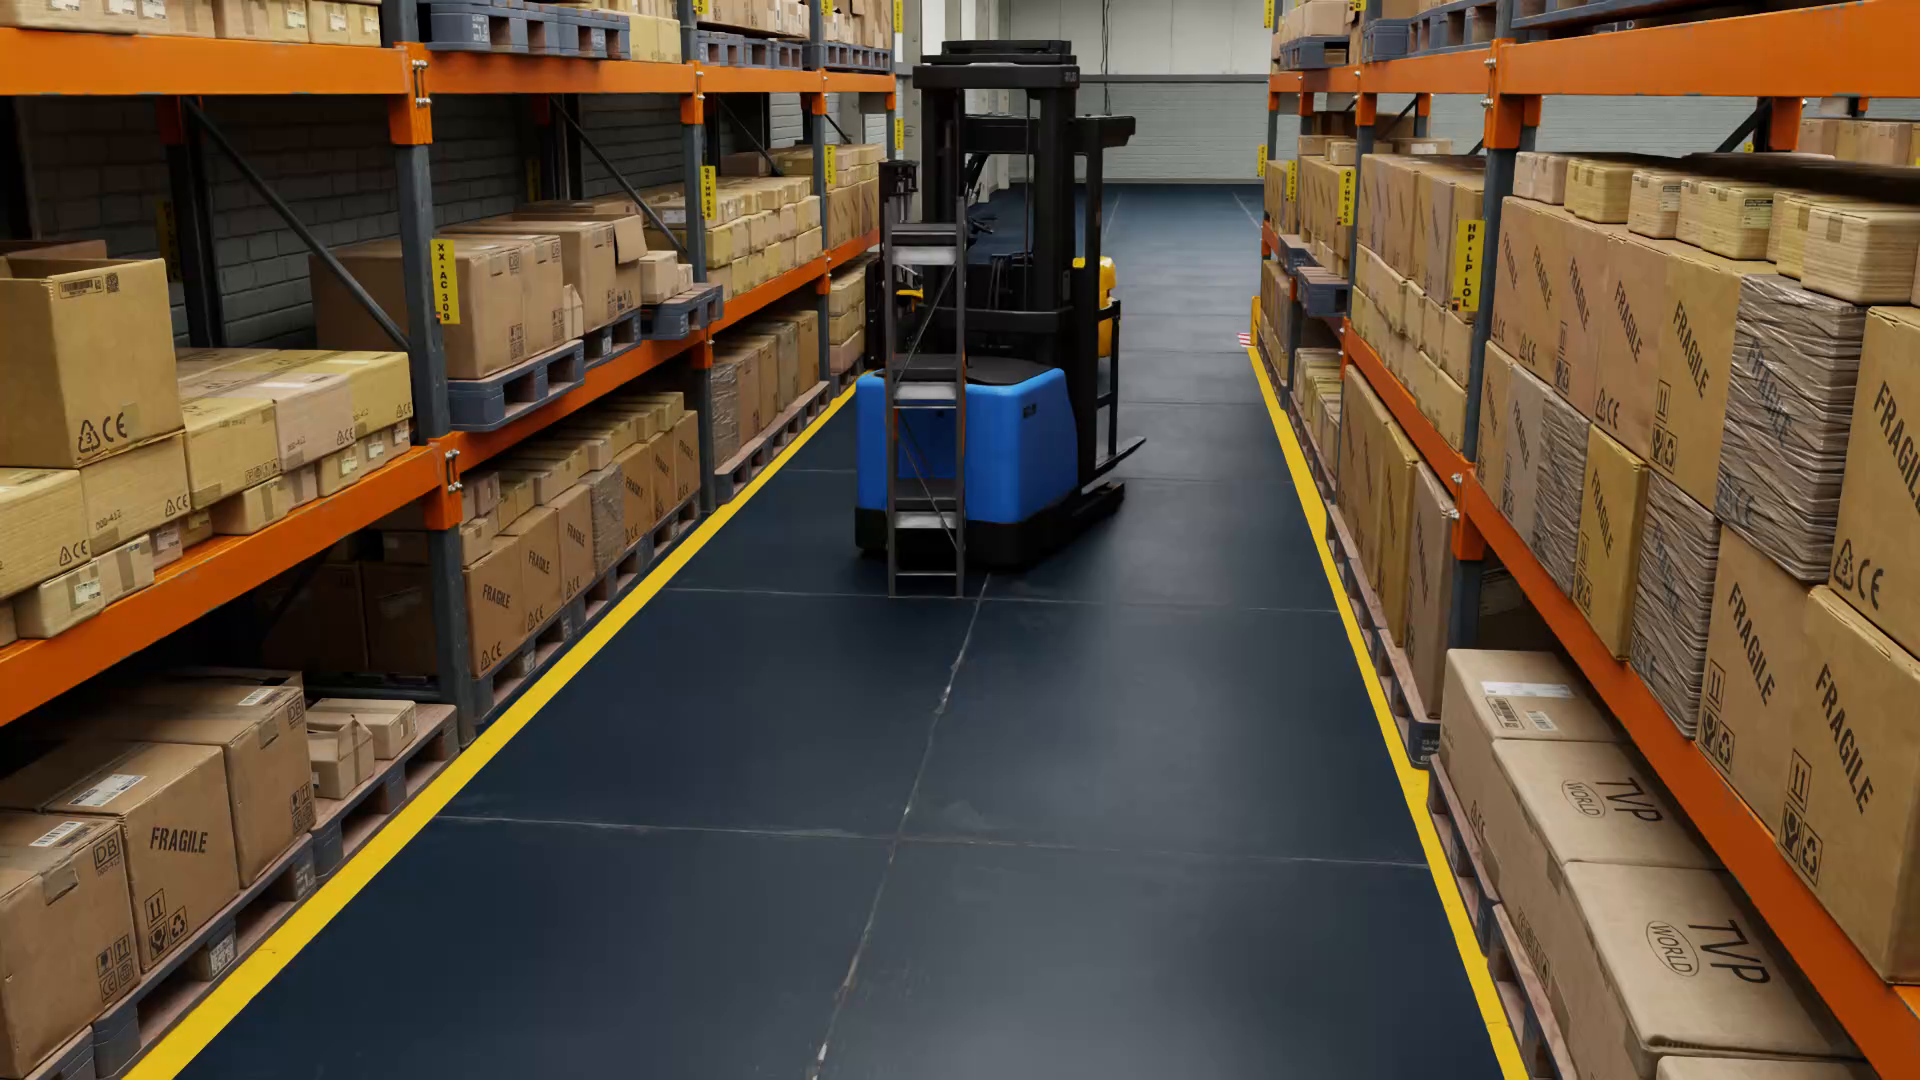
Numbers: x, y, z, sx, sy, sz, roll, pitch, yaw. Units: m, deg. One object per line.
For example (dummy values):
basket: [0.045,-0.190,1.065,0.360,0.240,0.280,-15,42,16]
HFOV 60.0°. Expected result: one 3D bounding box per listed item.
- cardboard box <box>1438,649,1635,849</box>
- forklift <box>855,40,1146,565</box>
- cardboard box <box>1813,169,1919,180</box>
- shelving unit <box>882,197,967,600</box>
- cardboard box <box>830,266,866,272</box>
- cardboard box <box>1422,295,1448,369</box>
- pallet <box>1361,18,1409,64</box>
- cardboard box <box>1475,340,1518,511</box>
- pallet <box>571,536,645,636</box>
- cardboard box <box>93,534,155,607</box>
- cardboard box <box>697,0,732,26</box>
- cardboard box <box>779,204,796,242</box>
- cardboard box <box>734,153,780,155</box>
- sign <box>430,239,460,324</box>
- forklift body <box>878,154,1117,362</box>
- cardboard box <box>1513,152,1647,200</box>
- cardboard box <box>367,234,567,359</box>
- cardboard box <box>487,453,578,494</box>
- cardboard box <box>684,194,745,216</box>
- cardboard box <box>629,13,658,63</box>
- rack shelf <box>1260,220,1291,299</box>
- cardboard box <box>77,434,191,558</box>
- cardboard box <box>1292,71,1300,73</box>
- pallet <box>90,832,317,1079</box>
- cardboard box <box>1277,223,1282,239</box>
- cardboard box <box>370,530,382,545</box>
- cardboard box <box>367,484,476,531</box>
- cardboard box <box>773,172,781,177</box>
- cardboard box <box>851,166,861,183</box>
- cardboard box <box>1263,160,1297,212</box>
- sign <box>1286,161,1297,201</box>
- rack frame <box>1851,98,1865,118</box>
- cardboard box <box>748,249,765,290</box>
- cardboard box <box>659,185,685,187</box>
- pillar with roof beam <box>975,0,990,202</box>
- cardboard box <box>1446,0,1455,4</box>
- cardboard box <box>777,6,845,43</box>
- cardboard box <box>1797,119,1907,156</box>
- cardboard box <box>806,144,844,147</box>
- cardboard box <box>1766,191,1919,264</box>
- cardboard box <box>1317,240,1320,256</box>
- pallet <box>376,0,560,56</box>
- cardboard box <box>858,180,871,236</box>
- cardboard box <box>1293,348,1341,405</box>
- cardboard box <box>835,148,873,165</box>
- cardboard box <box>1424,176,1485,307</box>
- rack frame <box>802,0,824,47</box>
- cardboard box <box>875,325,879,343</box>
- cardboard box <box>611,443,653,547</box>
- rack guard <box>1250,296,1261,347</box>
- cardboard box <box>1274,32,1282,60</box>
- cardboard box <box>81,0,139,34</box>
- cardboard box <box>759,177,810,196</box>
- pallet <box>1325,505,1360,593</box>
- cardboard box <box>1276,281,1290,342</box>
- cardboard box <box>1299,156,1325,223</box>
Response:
cardboard box: [2.205,0.737,5.795,0.875,0.438,0.875,1,15,5]
forklift: [0.436,-1.613,10.514,1.130,2.935,3.031,6,16,23]
cardboard box: [2.457,-0.882,4.328,0.380,0.149,0.250,1,15,5]
shelving unit: [-0.182,-0.758,8.943,0.431,2.100,0.503,0,15,0]
cardboard box: [-1.101,-2.549,16.390,0.500,0.250,0.500,1,15,5]
cardboard box: [2.240,-0.877,6.989,0.500,0.250,0.500,2,15,8]
pallet: [2.814,-2.683,8.952,1.213,0.211,1.003,2,15,9]
cardboard box: [2.069,-0.391,5.671,0.500,0.500,0.500,2,15,8]
pallet: [-2.361,0.215,8.964,1.003,0.211,1.213,2,15,6]
cardboard box: [-2.487,0.078,4.609,0.380,0.149,0.250,2,15,8]
cardboard box: [-1.775,-3.568,10.675,0.500,0.500,0.500,2,15,7]
cardboard box: [-1.563,-2.445,12.788,0.500,0.250,0.500,2,15,7]
cardboard box: [-1.859,-3.473,15.257,0.380,0.149,0.250,1,15,5]
sign: [-2.010,-1.006,6.478,0.100,0.325,0.005,2,15,6]
forklift body: [0.403,-2.759,16.246,2.313,2.155,1.214,2,15,6]
cardboard box: [2.089,-1.227,5.603,0.380,0.149,0.250,1,15,5]
cardboard box: [-2.215,-1.106,7.511,0.700,0.500,0.500,2,15,7]
cardboard box: [-2.160,-0.337,8.404,0.380,0.149,0.250,2,15,8]
cardboard box: [-1.722,-2.346,11.657,0.380,0.149,0.250,2,15,7]
cardboard box: [-1.971,-2.745,9.106,0.500,0.250,0.500,2,15,6]
rack shelf: [3.511,-2.703,15.791,1.077,0.370,4.000,2,15,6]
cardboard box: [-2.535,-0.141,4.656,0.500,0.250,0.500,1,15,5]
cardboard box: [3.148,-4.216,14.742,0.380,0.149,0.250,2,15,8]
pallet: [-2.764,1.239,5.175,1.003,0.211,1.213,2,15,6]
cardboard box: [3.182,-2.900,15.621,0.380,0.149,0.250,2,15,7]
cardboard box: [-2.770,-0.084,7.467,0.380,0.149,0.250,2,15,6]
cardboard box: [-2.305,-0.142,7.112,0.380,0.149,0.250,1,15,5]
cardboard box: [-1.834,-3.264,15.051,0.380,0.149,0.250,2,15,8]
cardboard box: [-1.156,-3.514,15.976,0.380,0.149,0.250,1,15,5]
cardboard box: [3.408,-3.646,17.140,0.500,0.500,0.500,1,15,5]
sign: [2.745,-2.964,13.718,0.100,0.325,0.005,2,15,6]
rack frame: [8.666,-3.450,17.173,1.000,3.000,0.127,2,15,6]
cardboard box: [-1.693,-1.939,11.875,0.500,0.250,0.500,1,15,4]
cardboard box: [-2.096,-2.625,12.687,0.380,0.149,0.250,2,15,6]
pillar with roof beam: [4.816,-12.554,39.351,9.100,9.000,0.400,2,15,6]
cardboard box: [2.911,-2.931,8.513,0.700,0.500,0.500,1,15,3]
cardboard box: [-1.311,-4.542,14.640,0.500,0.311,0.500,2,15,7]
cardboard box: [8.417,-3.662,15.601,0.875,0.550,0.550,2,15,6]
cardboard box: [-1.446,-4.139,17.717,0.380,0.149,0.250,1,15,5]
cardboard box: [1.892,-0.628,3.390,0.380,0.149,0.250,2,15,6]
cardboard box: [2.733,-2.072,11.755,0.380,0.149,0.250,1,15,4]
pallet: [-2.407,-2.127,6.894,1.213,0.211,1.003,2,15,6]
cardboard box: [-1.162,-3.230,16.167,0.500,0.500,0.500,2,15,7]
cardboard box: [3.228,-1.330,13.564,0.950,0.372,0.625,2,15,7]
cardboard box: [-1.071,-3.786,16.415,0.380,0.149,0.250,2,15,7]
cardboard box: [2.234,-1.246,6.915,0.500,0.500,0.500,2,15,7]
rack frame: [-1.647,-5.573,13.533,1.000,3.000,0.127,2,15,6]
cardboard box: [-1.102,-2.065,16.516,0.500,0.250,0.500,2,15,8]
cardboard box: [-2.056,-0.254,9.341,0.500,0.500,0.500,2,15,9]
rack guard: [3.728,-2.343,17.869,1.175,0.500,0.348,2,15,6]
cardboard box: [3.349,-4.836,16.270,0.500,0.250,0.500,1,15,5]
cardboard box: [-2.441,-1.427,4.427,0.380,0.149,0.250,2,15,7]
cardboard box: [-1.465,-2.943,13.866,0.380,0.149,0.250,2,15,8]
pallet: [2.670,0.054,9.558,1.003,0.211,1.213,2,15,6]
cardboard box: [3.141,-2.063,15.070,0.500,0.500,0.500,2,15,7]
cardboard box: [2.891,-2.683,12.773,0.500,0.500,0.500,2,15,6]
